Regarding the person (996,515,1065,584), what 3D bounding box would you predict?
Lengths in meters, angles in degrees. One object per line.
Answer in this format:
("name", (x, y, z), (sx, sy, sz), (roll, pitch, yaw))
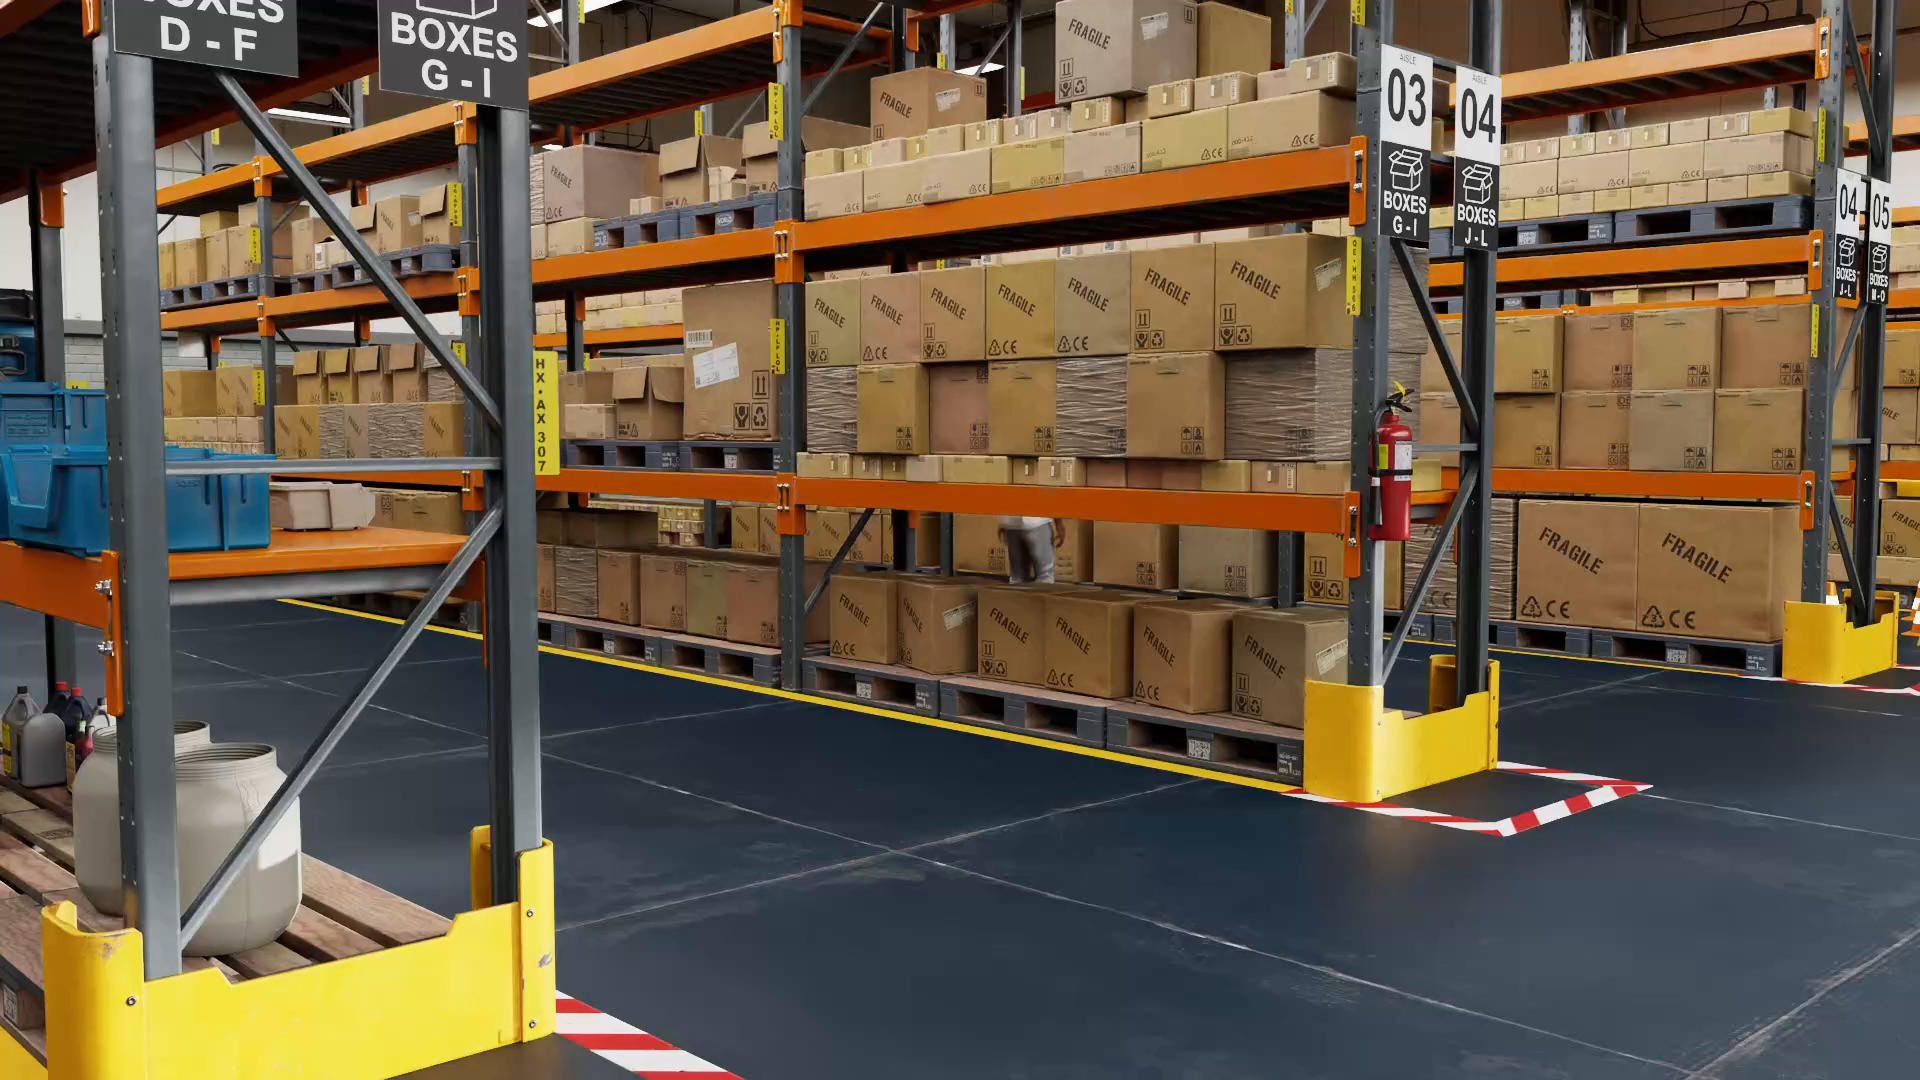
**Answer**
("person", (0.524, -0.118, 12.395), (0.625, 1.759, 0.463), (4, 5, 43))
